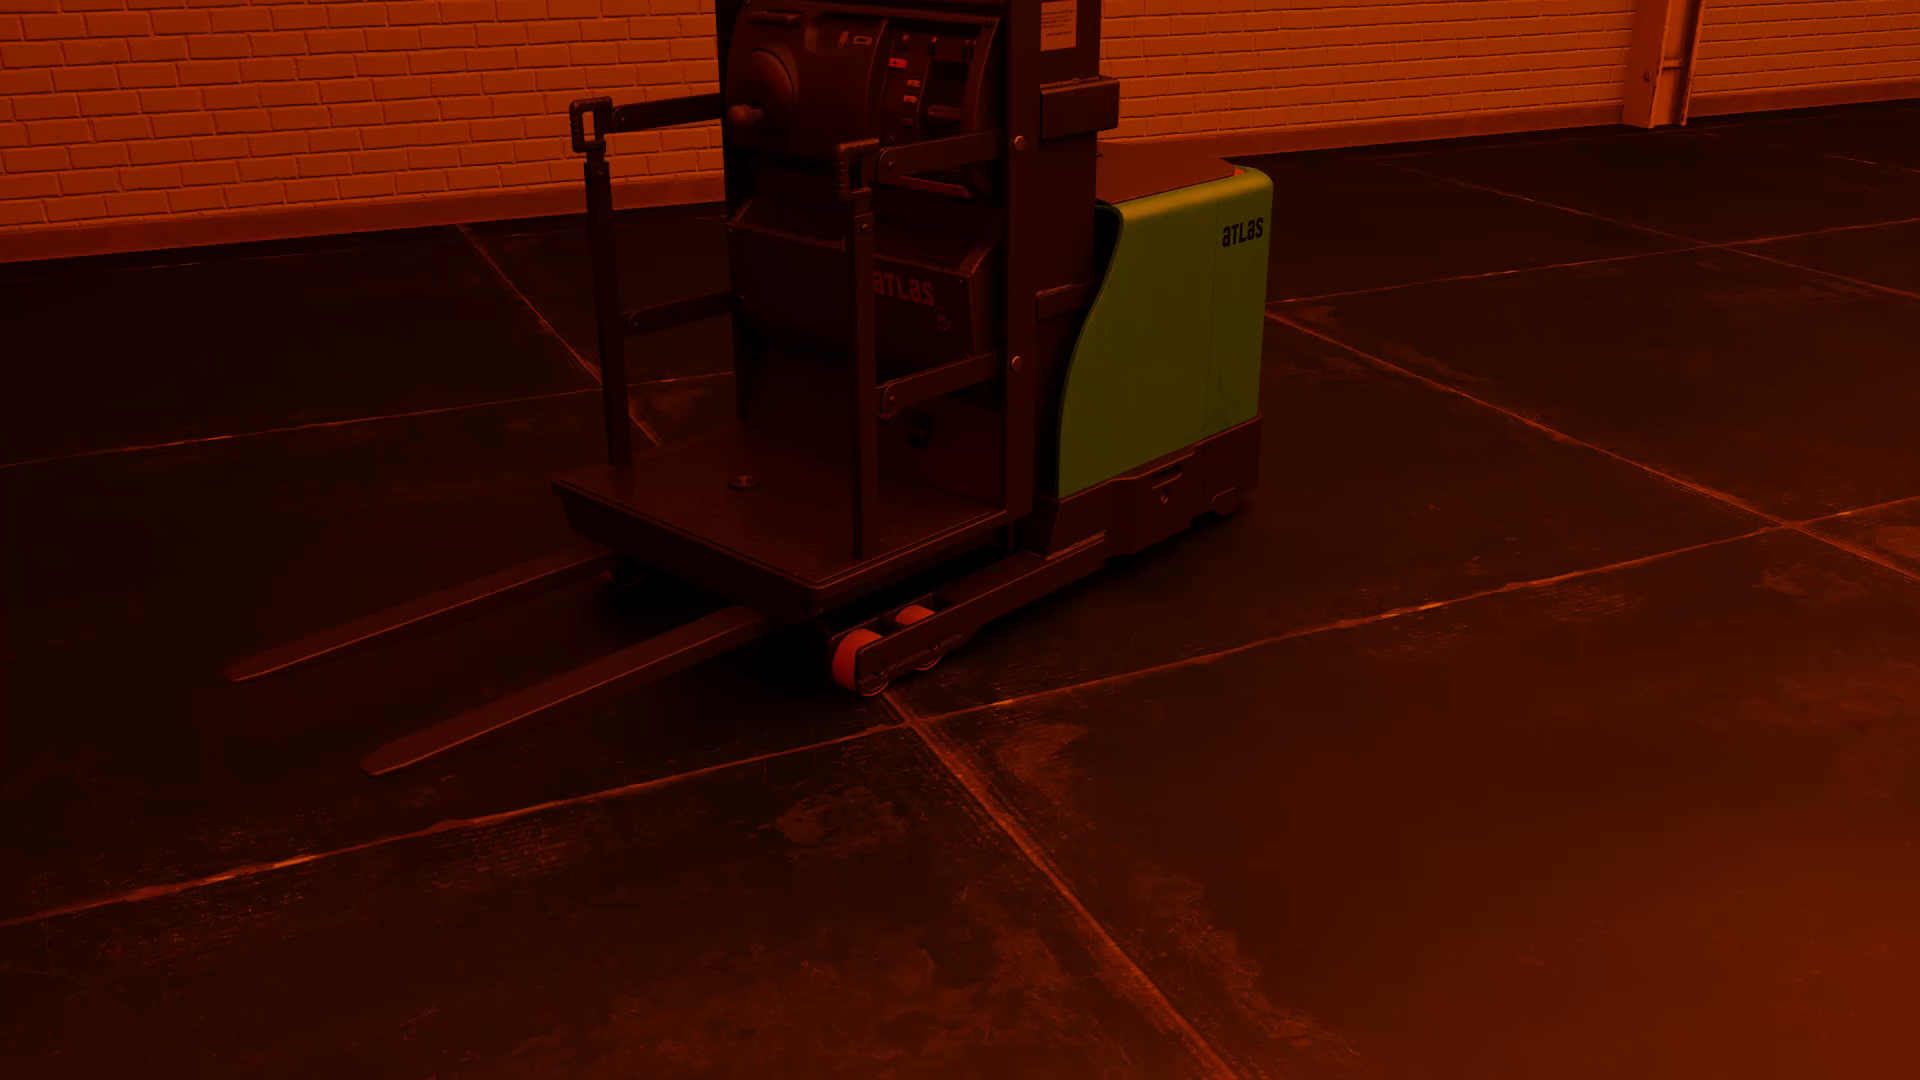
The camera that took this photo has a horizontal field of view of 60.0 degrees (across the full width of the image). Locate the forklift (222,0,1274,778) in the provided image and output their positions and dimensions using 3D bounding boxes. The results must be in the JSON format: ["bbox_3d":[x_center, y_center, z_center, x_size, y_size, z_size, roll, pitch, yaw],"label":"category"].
[{"bbox_3d":[-0.413,-1.182,4.131,1.130,2.935,3.031,19,29,39],"label":"forklift"}]
